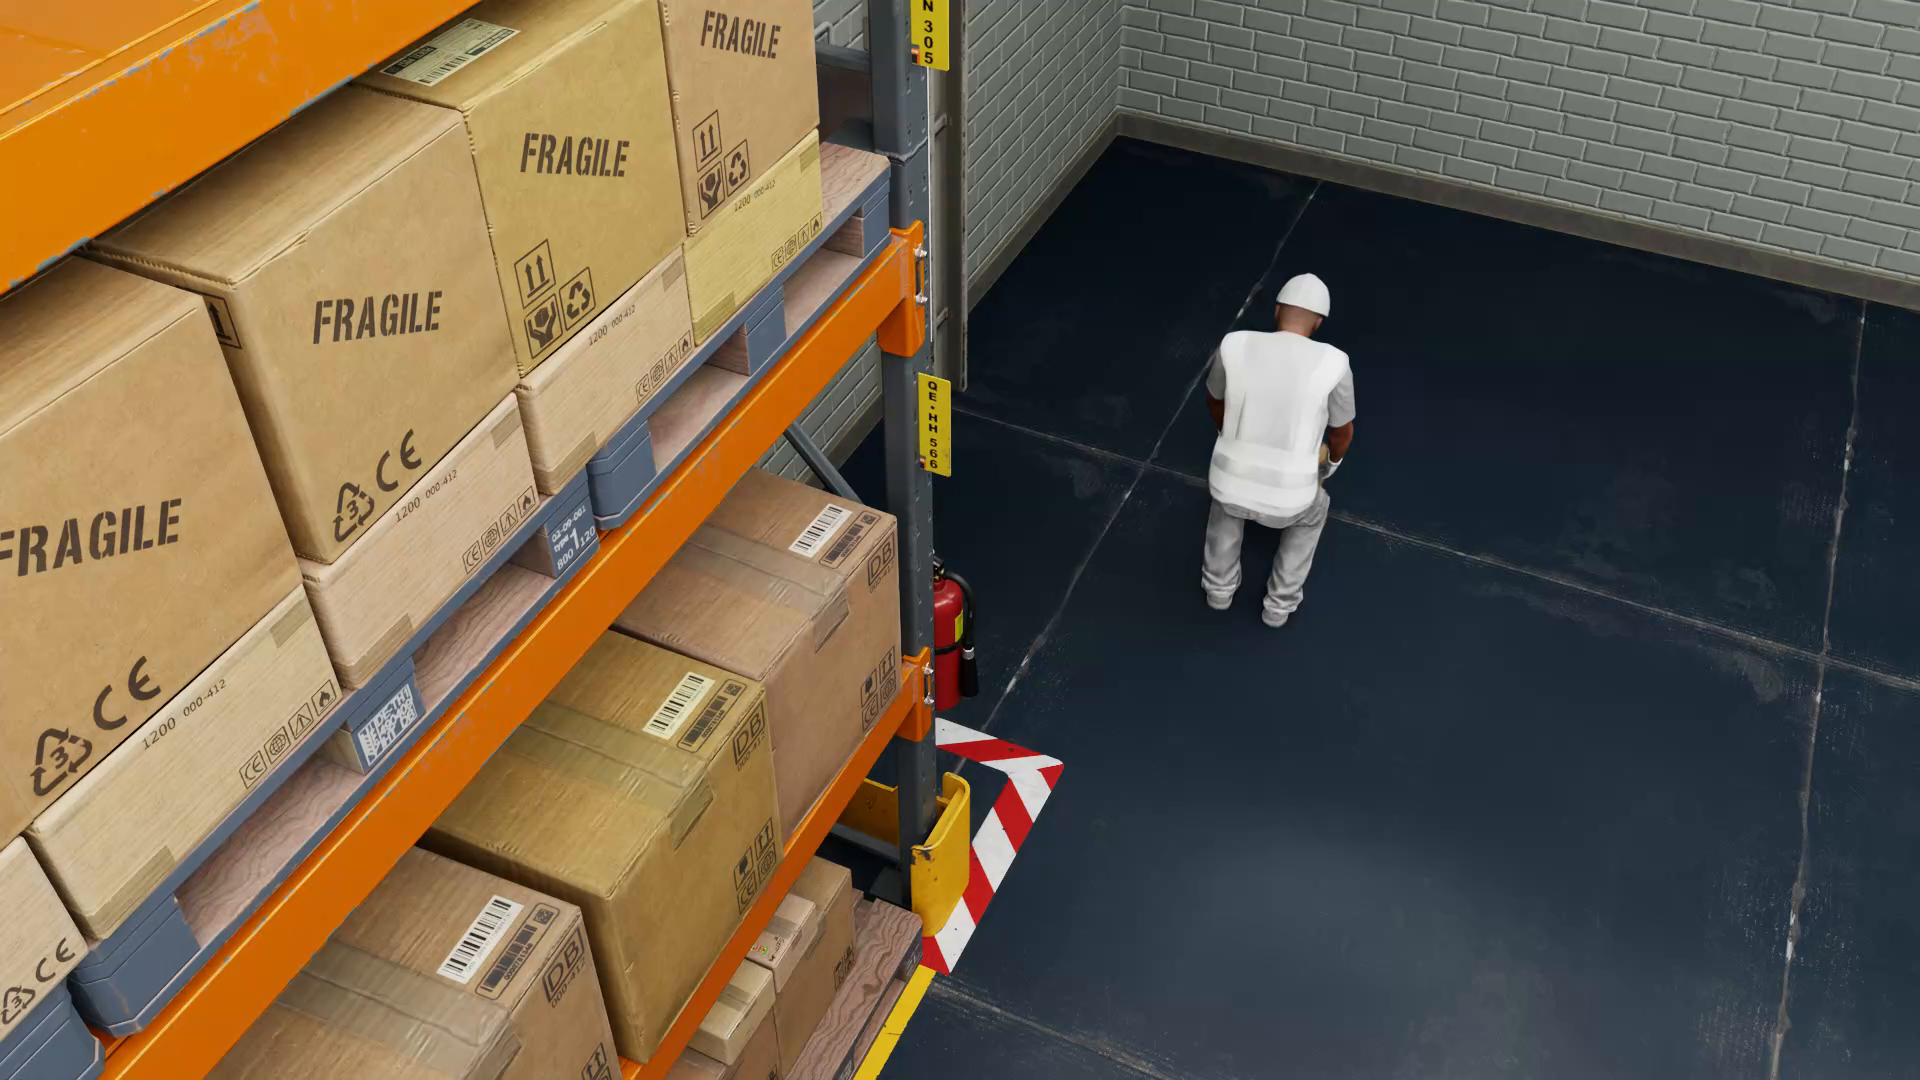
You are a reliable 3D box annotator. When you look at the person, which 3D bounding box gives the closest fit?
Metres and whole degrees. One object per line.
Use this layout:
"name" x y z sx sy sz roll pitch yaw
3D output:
"person" 1.246 -0.331 6.775 0.612 1.441 0.755 17 44 19
